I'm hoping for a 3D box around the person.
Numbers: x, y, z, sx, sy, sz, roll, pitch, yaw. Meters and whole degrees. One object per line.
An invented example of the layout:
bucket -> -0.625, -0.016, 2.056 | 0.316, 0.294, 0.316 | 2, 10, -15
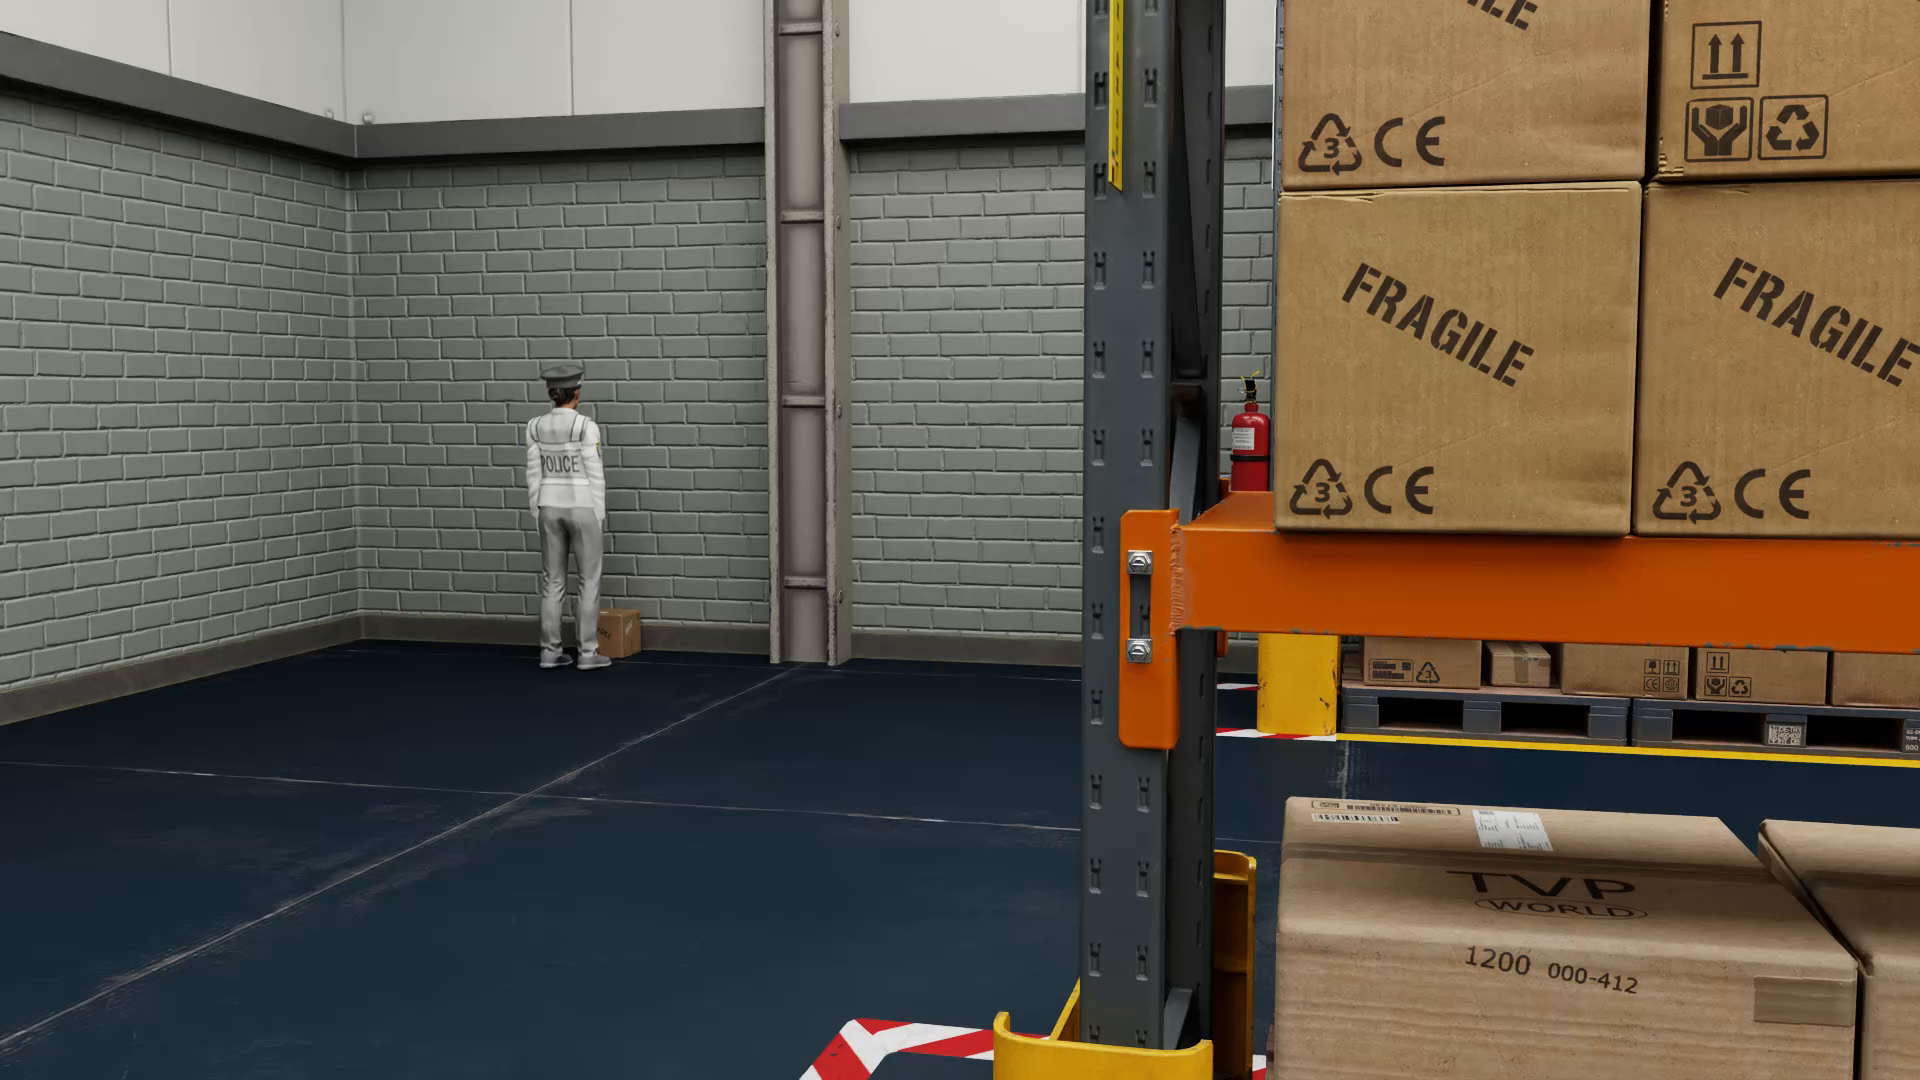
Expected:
person -> -2.157, -0.123, 9.175 | 0.467, 1.671, 0.330 | 1, 5, 16
